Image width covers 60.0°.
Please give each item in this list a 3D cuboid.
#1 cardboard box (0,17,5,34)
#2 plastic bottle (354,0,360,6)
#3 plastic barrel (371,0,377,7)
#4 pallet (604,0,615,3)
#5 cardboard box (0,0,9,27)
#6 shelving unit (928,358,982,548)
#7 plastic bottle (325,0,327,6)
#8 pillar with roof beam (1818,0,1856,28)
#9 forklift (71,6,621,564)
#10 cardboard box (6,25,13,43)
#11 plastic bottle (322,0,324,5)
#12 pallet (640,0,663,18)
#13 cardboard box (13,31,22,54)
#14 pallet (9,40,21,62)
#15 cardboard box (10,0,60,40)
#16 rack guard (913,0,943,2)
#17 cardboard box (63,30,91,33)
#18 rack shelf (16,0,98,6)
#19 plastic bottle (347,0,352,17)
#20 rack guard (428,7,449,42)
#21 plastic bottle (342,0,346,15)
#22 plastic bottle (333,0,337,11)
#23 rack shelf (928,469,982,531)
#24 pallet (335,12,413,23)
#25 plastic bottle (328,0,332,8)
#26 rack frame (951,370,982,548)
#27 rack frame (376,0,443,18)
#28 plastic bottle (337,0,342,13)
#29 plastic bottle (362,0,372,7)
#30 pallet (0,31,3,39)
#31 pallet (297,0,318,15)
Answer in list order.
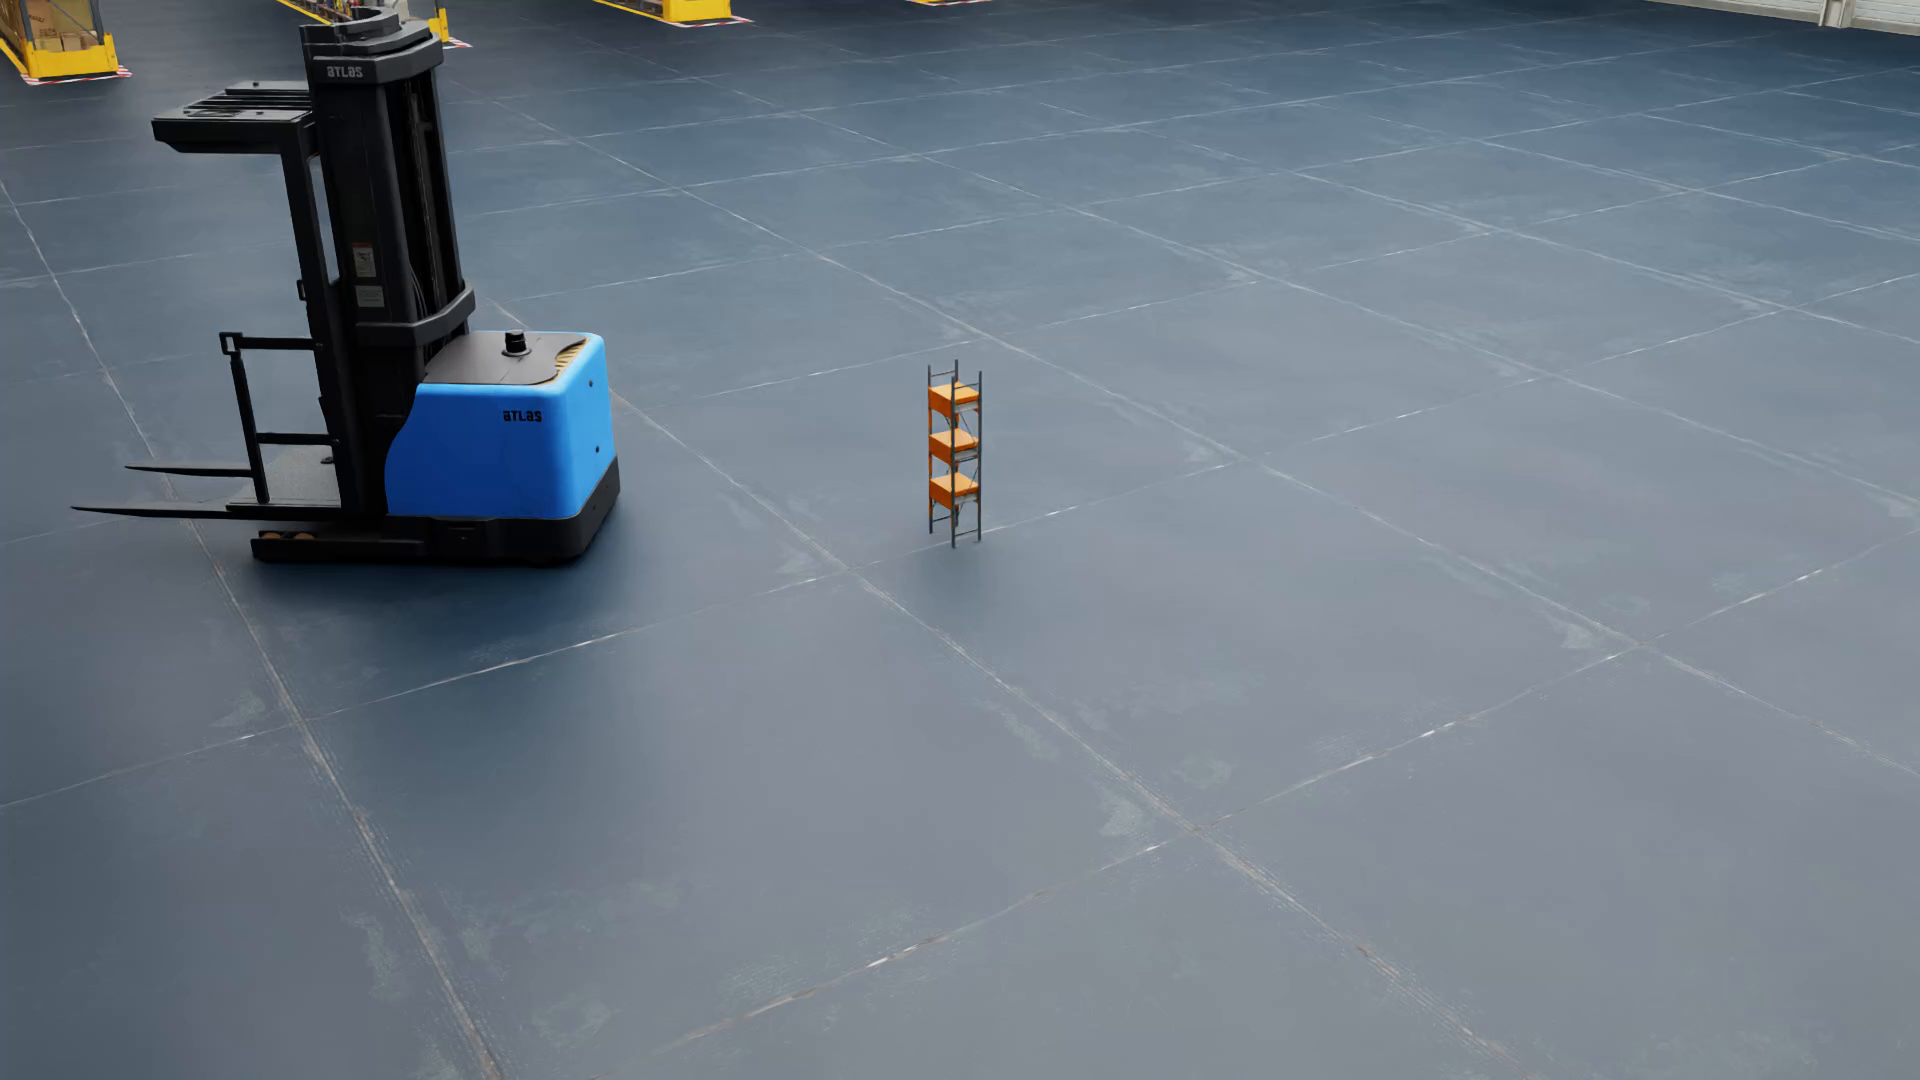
[{"bbox_3d":[-14.764,-8.095,26.113,0.500,0.250,0.500,-16,29,-30],"label":"cardboard box"},{"bbox_3d":[-10.092,-8.934,27.829,0.061,0.283,0.133,-16,29,-30],"label":"plastic bottle"},{"bbox_3d":[-9.393,-8.749,27.192,0.421,0.512,0.421,0,25,0],"label":"plastic barrel"},{"bbox_3d":[-6.334,-10.379,31.490,1.003,0.211,1.213,-16,29,-30],"label":"pallet"},{"bbox_3d":[-14.221,-8.076,25.194,0.500,0.500,0.500,-16,29,-30],"label":"cardboard box"},{"bbox_3d":[-0.029,-0.494,9.566,0.215,1.050,0.252,-16,29,-30],"label":"shelving unit"},{"bbox_3d":[-10.962,-9.363,28.832,0.097,0.201,0.097,0,25,0],"label":"plastic bottle"},{"bbox_3d":[11.232,-11.786,24.175,9.100,9.000,0.400,-16,29,-30],"label":"pillar with roof beam"},{"bbox_3d":[-3.624,-1.418,9.320,3.031,2.935,1.130,1,25,3],"label":"forklift"},{"bbox_3d":[-14.218,-7.738,25.356,0.500,0.250,0.500,-16,29,-30],"label":"cardboard box"},{"bbox_3d":[-11.073,-9.467,28.971,0.097,0.271,0.097,0,25,0],"label":"plastic bottle"},{"bbox_3d":[-5.002,-9.507,29.641,1.003,0.211,1.213,-16,29,-30],"label":"pallet"},{"bbox_3d":[-13.672,-7.380,24.598,0.500,0.250,0.500,-16,29,-30],"label":"cardboard box"},{"bbox_3d":[-13.963,-7.573,25.545,1.003,0.211,1.213,-16,29,-30],"label":"pallet"},{"bbox_3d":[-13.390,-7.543,24.064,0.500,0.500,0.500,-16,29,-30],"label":"cardboard box"},{"bbox_3d":[-0.322,-10.423,31.242,1.175,0.500,0.348,-16,29,-30],"label":"rack guard"},{"bbox_3d":[-13.231,-7.503,24.858,0.500,0.250,0.500,-16,29,-30],"label":"cardboard box"},{"bbox_3d":[-13.940,-8.525,25.136,1.077,0.370,4.000,-16,29,-30],"label":"rack shelf"},{"bbox_3d":[-10.145,-8.850,27.651,0.061,0.283,0.133,-15,29,-28],"label":"plastic bottle"},{"bbox_3d":[-8.777,-8.173,26.478,1.175,0.500,0.348,-16,29,-30],"label":"rack guard"},{"bbox_3d":[-10.256,-8.956,27.882,0.152,0.276,0.135,-16,30,-31],"label":"plastic bottle"},{"bbox_3d":[-10.629,-9.167,28.322,0.061,0.283,0.133,-14,29,-27],"label":"plastic bottle"},{"bbox_3d":[-0.029,-0.233,9.690,0.215,0.259,0.240,-16,29,-30],"label":"rack shelf"},{"bbox_3d":[-9.878,-8.770,28.081,1.003,0.211,1.213,-16,29,-30],"label":"pallet"},{"bbox_3d":[-10.787,-9.334,28.596,0.144,0.351,0.185,-15,29,-28],"label":"plastic bottle"},{"bbox_3d":[0.037,-0.450,9.474,0.200,1.050,0.008,-16,29,-30],"label":"rack frame"},{"bbox_3d":[-8.696,-9.287,25.910,1.000,3.000,0.127,-16,29,-30],"label":"rack frame"},{"bbox_3d":[-10.452,-9.114,28.131,0.144,0.351,0.185,-16,30,-30],"label":"plastic bottle"},{"bbox_3d":[-10.292,-9.410,28.845,0.152,0.276,0.135,-16,29,-30],"label":"plastic bottle"},{"bbox_3d":[-15.467,-8.559,27.632,1.003,0.211,1.213,-16,29,-30],"label":"pallet"},{"bbox_3d":[-11.341,-9.729,30.112,1.003,0.211,1.213,-16,29,-30],"label":"pallet"}]
